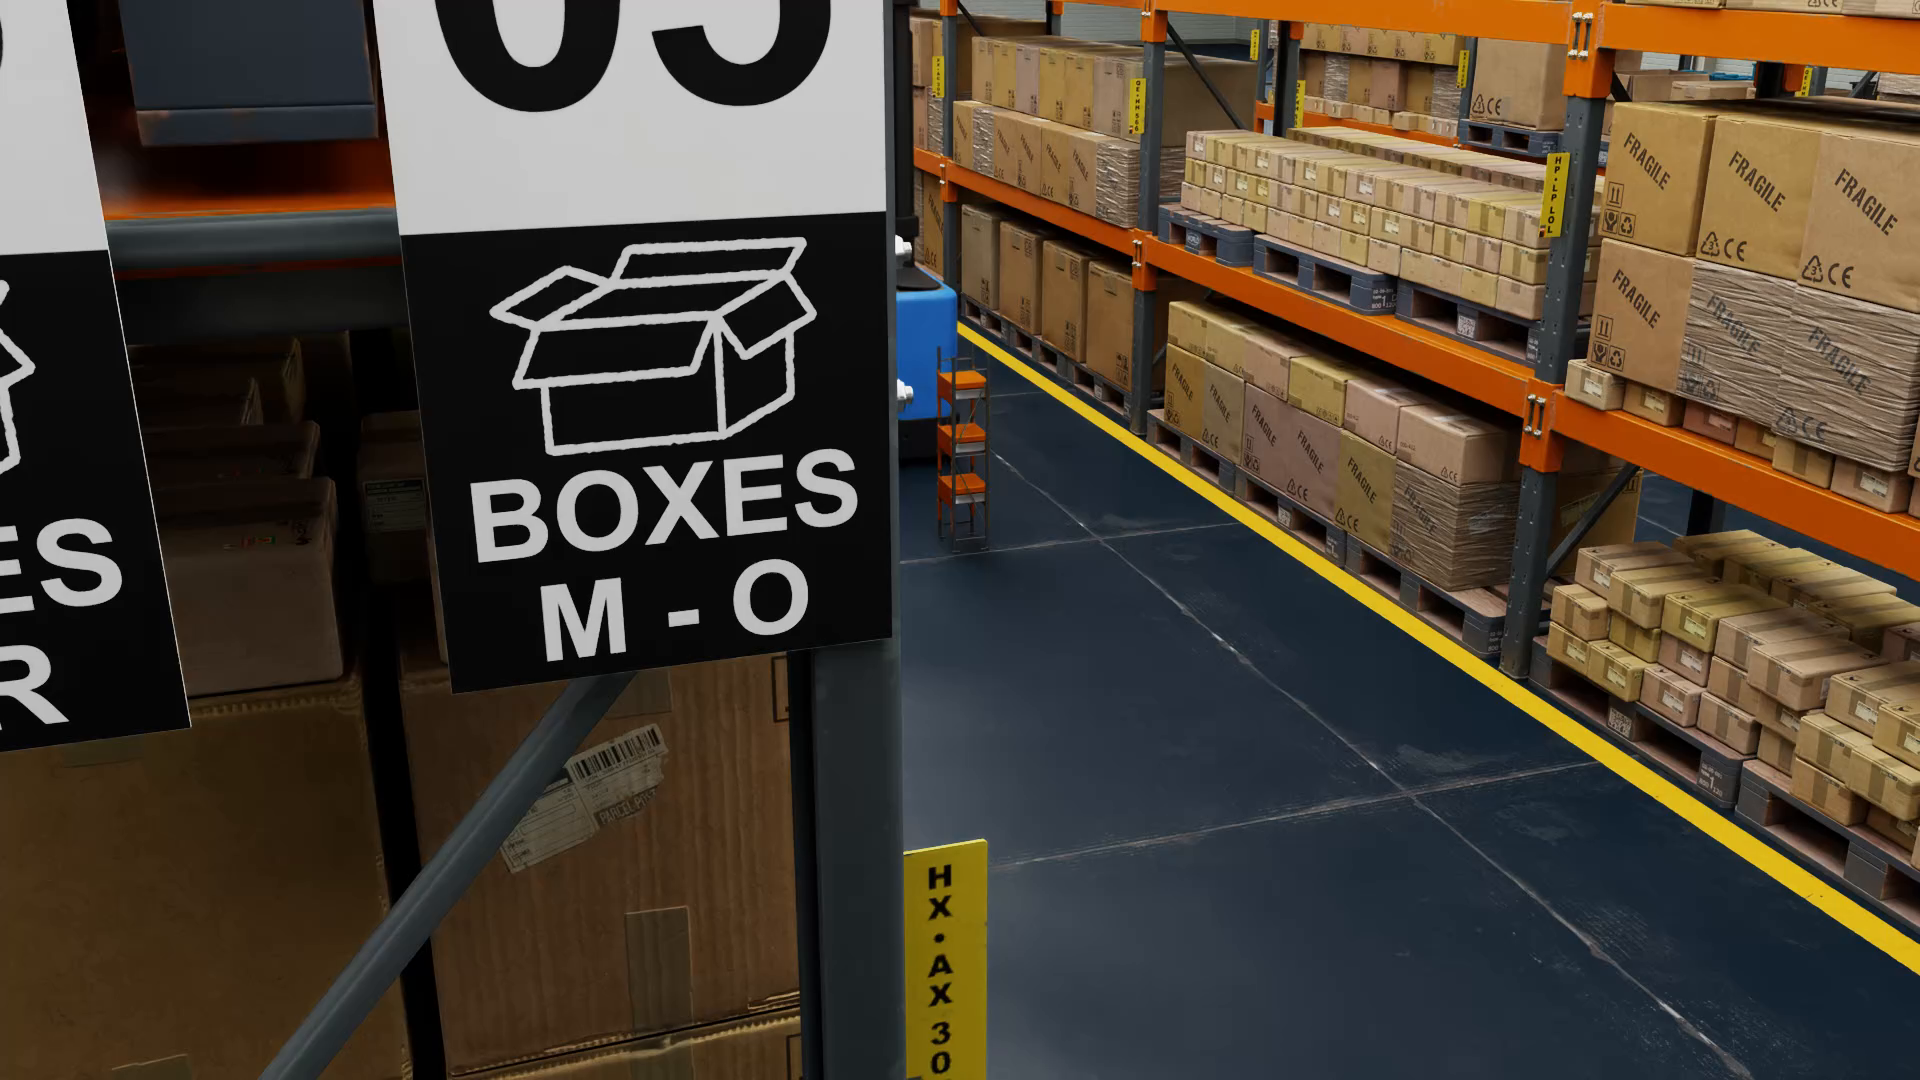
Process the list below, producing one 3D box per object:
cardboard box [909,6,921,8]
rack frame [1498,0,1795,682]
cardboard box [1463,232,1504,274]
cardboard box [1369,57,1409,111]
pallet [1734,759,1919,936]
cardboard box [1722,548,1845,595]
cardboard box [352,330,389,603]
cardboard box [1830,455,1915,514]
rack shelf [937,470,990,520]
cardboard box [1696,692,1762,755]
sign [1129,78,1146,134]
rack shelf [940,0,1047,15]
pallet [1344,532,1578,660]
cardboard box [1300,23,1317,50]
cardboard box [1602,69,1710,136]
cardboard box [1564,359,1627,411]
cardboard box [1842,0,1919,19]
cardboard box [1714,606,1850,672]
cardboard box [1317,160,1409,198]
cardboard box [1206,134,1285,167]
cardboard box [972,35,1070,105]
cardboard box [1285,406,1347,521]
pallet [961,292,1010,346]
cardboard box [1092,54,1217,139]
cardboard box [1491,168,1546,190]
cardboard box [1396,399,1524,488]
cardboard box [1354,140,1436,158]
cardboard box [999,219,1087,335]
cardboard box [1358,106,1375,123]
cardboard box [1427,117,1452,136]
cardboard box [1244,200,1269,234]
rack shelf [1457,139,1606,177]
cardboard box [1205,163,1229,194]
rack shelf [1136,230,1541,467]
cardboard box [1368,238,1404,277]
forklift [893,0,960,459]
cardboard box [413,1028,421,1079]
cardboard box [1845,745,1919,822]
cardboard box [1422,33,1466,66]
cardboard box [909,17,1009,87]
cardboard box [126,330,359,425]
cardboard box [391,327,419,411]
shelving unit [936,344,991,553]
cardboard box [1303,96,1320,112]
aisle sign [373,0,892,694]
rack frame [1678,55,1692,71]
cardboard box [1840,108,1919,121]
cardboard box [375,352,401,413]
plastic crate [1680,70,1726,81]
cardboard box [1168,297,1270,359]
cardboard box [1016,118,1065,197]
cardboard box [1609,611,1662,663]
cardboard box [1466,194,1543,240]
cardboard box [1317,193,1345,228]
[{"bbox_3d":[-0.830,-5.177,17.072,0.875,0.550,0.550,-6,21,-17],"label":"cardboard box"},{"bbox_3d":[2.862,-0.870,6.902,1.000,3.000,0.127,-6,21,-17],"label":"rack frame"},{"bbox_3d":[2.465,-1.281,7.355,0.380,0.149,0.250,-6,21,-17],"label":"cardboard box"},{"bbox_3d":[4.629,-4.584,16.653,0.875,0.500,0.500,-6,21,-17],"label":"cardboard box"},{"bbox_3d":[3.494,1.046,5.691,1.003,0.211,1.213,-6,21,-17],"label":"pallet"},{"bbox_3d":[3.339,0.158,6.754,0.380,0.149,0.250,-6,21,-17],"label":"cardboard box"},{"bbox_3d":[-1.427,-0.160,3.299,0.500,0.500,0.500,-7,21,-18],"label":"cardboard box"},{"bbox_3d":[3.100,-0.209,5.432,0.380,0.149,0.250,-5,20,-15],"label":"cardboard box"},{"bbox_3d":[0.017,-0.205,8.789,0.215,0.259,0.240,-6,21,-17],"label":"rack shelf"},{"bbox_3d":[3.010,0.661,6.236,0.380,0.149,0.250,-7,21,-18],"label":"cardboard box"},{"bbox_3d":[1.079,-2.639,10.112,0.100,0.325,0.005,-6,21,-17],"label":"sign"},{"bbox_3d":[-0.281,-5.152,15.450,1.077,0.370,4.000,-6,21,-17],"label":"rack shelf"},{"bbox_3d":[2.616,0.193,8.068,1.003,0.211,1.213,-6,21,-17],"label":"pallet"},{"bbox_3d":[3.895,-5.506,17.743,0.500,0.500,0.500,-6,21,-17],"label":"cardboard box"},{"bbox_3d":[5.720,-3.632,13.816,0.797,0.503,0.637,-4,20,-12],"label":"cardboard box"},{"bbox_3d":[2.640,-0.626,6.594,0.380,0.149,0.250,-6,21,-15],"label":"cardboard box"},{"bbox_3d":[3.068,-1.706,5.012,0.500,0.250,0.500,-5,20,-15],"label":"cardboard box"},{"bbox_3d":[3.034,0.378,6.142,0.380,0.149,0.250,-7,21,-19],"label":"cardboard box"},{"bbox_3d":[2.055,-1.842,8.478,0.380,0.149,0.250,-7,21,-18],"label":"cardboard box"},{"bbox_3d":[1.653,-2.258,9.637,0.380,0.149,0.250,-7,21,-19],"label":"cardboard box"},{"bbox_3d":[0.509,-3.796,13.421,0.700,0.500,0.500,-7,21,-18],"label":"cardboard box"},{"bbox_3d":[2.072,-0.432,8.758,0.500,0.500,0.500,-7,21,-18],"label":"cardboard box"},{"bbox_3d":[0.662,-1.885,13.853,1.003,0.211,1.213,-6,21,-17],"label":"pallet"},{"bbox_3d":[1.313,-2.979,11.145,0.700,0.500,0.500,-7,21,-18],"label":"cardboard box"},{"bbox_3d":[2.846,-1.739,8.190,0.380,0.149,0.250,-7,21,-18],"label":"cardboard box"},{"bbox_3d":[2.388,-0.456,7.717,0.500,0.250,0.500,-7,21,-19],"label":"cardboard box"},{"bbox_3d":[2.441,-2.154,9.347,0.380,0.149,0.250,-6,21,-16],"label":"cardboard box"},{"bbox_3d":[0.928,-2.077,12.967,1.050,0.750,0.750,-6,21,-17],"label":"cardboard box"},{"bbox_3d":[4.284,-4.334,16.918,0.380,0.149,0.250,-6,21,-17],"label":"cardboard box"},{"bbox_3d":[4.672,-3.933,15.800,0.380,0.149,0.250,-6,21,-17],"label":"cardboard box"},{"bbox_3d":[1.809,-1.809,9.266,0.380,0.149,0.250,-5,20,-15],"label":"cardboard box"},{"bbox_3d":[5.716,-2.952,13.761,1.077,0.370,4.000,-6,21,-17],"label":"rack shelf"},{"bbox_3d":[1.653,-2.110,9.663,0.380,0.149,0.250,-5,20,-15],"label":"cardboard box"},{"bbox_3d":[2.233,-1.173,8.810,1.077,0.370,4.000,-6,21,-17],"label":"rack shelf"},{"bbox_3d":[2.219,-1.389,8.095,0.380,0.149,0.250,-7,21,-20],"label":"cardboard box"},{"bbox_3d":[-0.903,-2.282,10.933,1.130,2.935,3.031,-6,21,-15],"label":"forklift"},{"bbox_3d":[-0.951,0.798,2.109,0.500,0.500,0.500,-6,21,-17],"label":"cardboard box"},{"bbox_3d":[3.166,0.778,5.471,0.380,0.149,0.250,-6,21,-17],"label":"cardboard box"},{"bbox_3d":[4.685,-4.705,15.510,0.500,0.500,0.500,-6,21,-17],"label":"cardboard box"},{"bbox_3d":[-0.019,-4.302,14.638,0.875,0.550,0.550,-6,21,-17],"label":"cardboard box"},{"bbox_3d":[-1.170,-0.274,2.656,0.380,0.149,0.250,-7,21,-18],"label":"cardboard box"},{"bbox_3d":[-0.752,-0.328,2.805,0.380,0.149,0.250,-6,21,-17],"label":"cardboard box"},{"bbox_3d":[0.017,-0.477,8.691,0.215,1.050,0.252,-6,21,-17],"label":"shelving unit"},{"bbox_3d":[3.917,-4.738,18.043,0.380,0.149,0.250,-6,21,-17],"label":"cardboard box"},{"bbox_3d":[-0.250,-0.259,1.355,0.394,0.787,0.004,-6,21,-17],"label":"aisle sign"},{"bbox_3d":[8.533,-5.742,20.465,1.000,3.000,0.127,-6,21,-17],"label":"rack frame"},{"bbox_3d":[3.434,-1.240,5.865,0.500,0.500,0.500,-7,21,-19],"label":"cardboard box"},{"bbox_3d":[-0.767,-0.059,3.018,0.500,0.500,0.500,-7,21,-18],"label":"cardboard box"},{"bbox_3d":[8.974,-5.543,20.131,0.499,0.251,0.616,-6,21,-17],"label":"plastic crate"},{"bbox_3d":[1.592,-1.281,10.012,0.500,0.250,0.500,-7,21,-20],"label":"cardboard box"},{"bbox_3d":[0.731,-2.801,12.131,0.500,0.500,0.500,-6,21,-16],"label":"cardboard box"},{"bbox_3d":[2.837,0.356,6.644,0.380,0.149,0.250,-6,21,-17],"label":"cardboard box"},{"bbox_3d":[2.465,-1.424,7.313,0.380,0.149,0.250,-7,21,-19],"label":"cardboard box"},{"bbox_3d":[2.061,-1.697,8.515,0.380,0.149,0.250,-6,21,-15],"label":"cardboard box"}]
